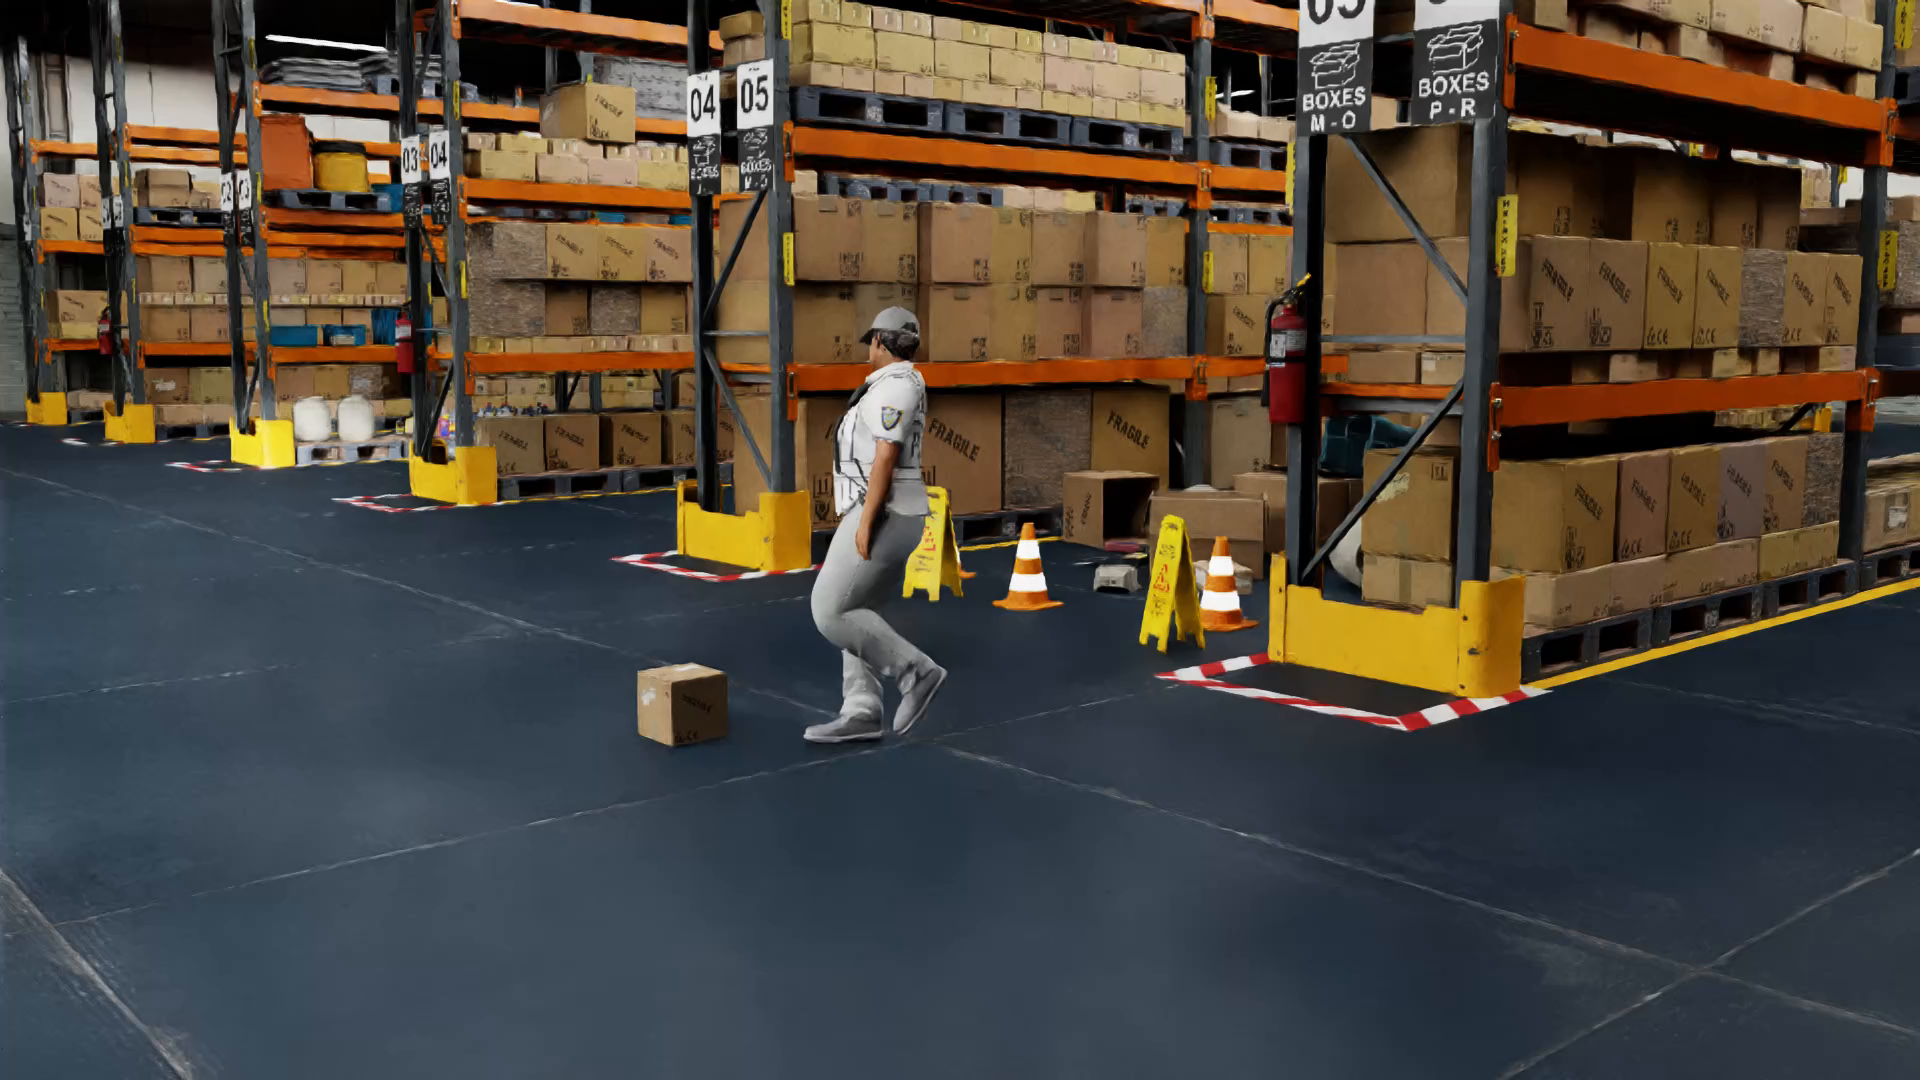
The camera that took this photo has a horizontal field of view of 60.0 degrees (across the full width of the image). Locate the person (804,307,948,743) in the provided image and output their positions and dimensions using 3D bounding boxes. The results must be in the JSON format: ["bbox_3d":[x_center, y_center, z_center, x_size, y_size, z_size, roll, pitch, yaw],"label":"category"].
[{"bbox_3d":[-0.328,-0.056,6.288,0.532,1.636,0.519,0,8,-1],"label":"person"}]
